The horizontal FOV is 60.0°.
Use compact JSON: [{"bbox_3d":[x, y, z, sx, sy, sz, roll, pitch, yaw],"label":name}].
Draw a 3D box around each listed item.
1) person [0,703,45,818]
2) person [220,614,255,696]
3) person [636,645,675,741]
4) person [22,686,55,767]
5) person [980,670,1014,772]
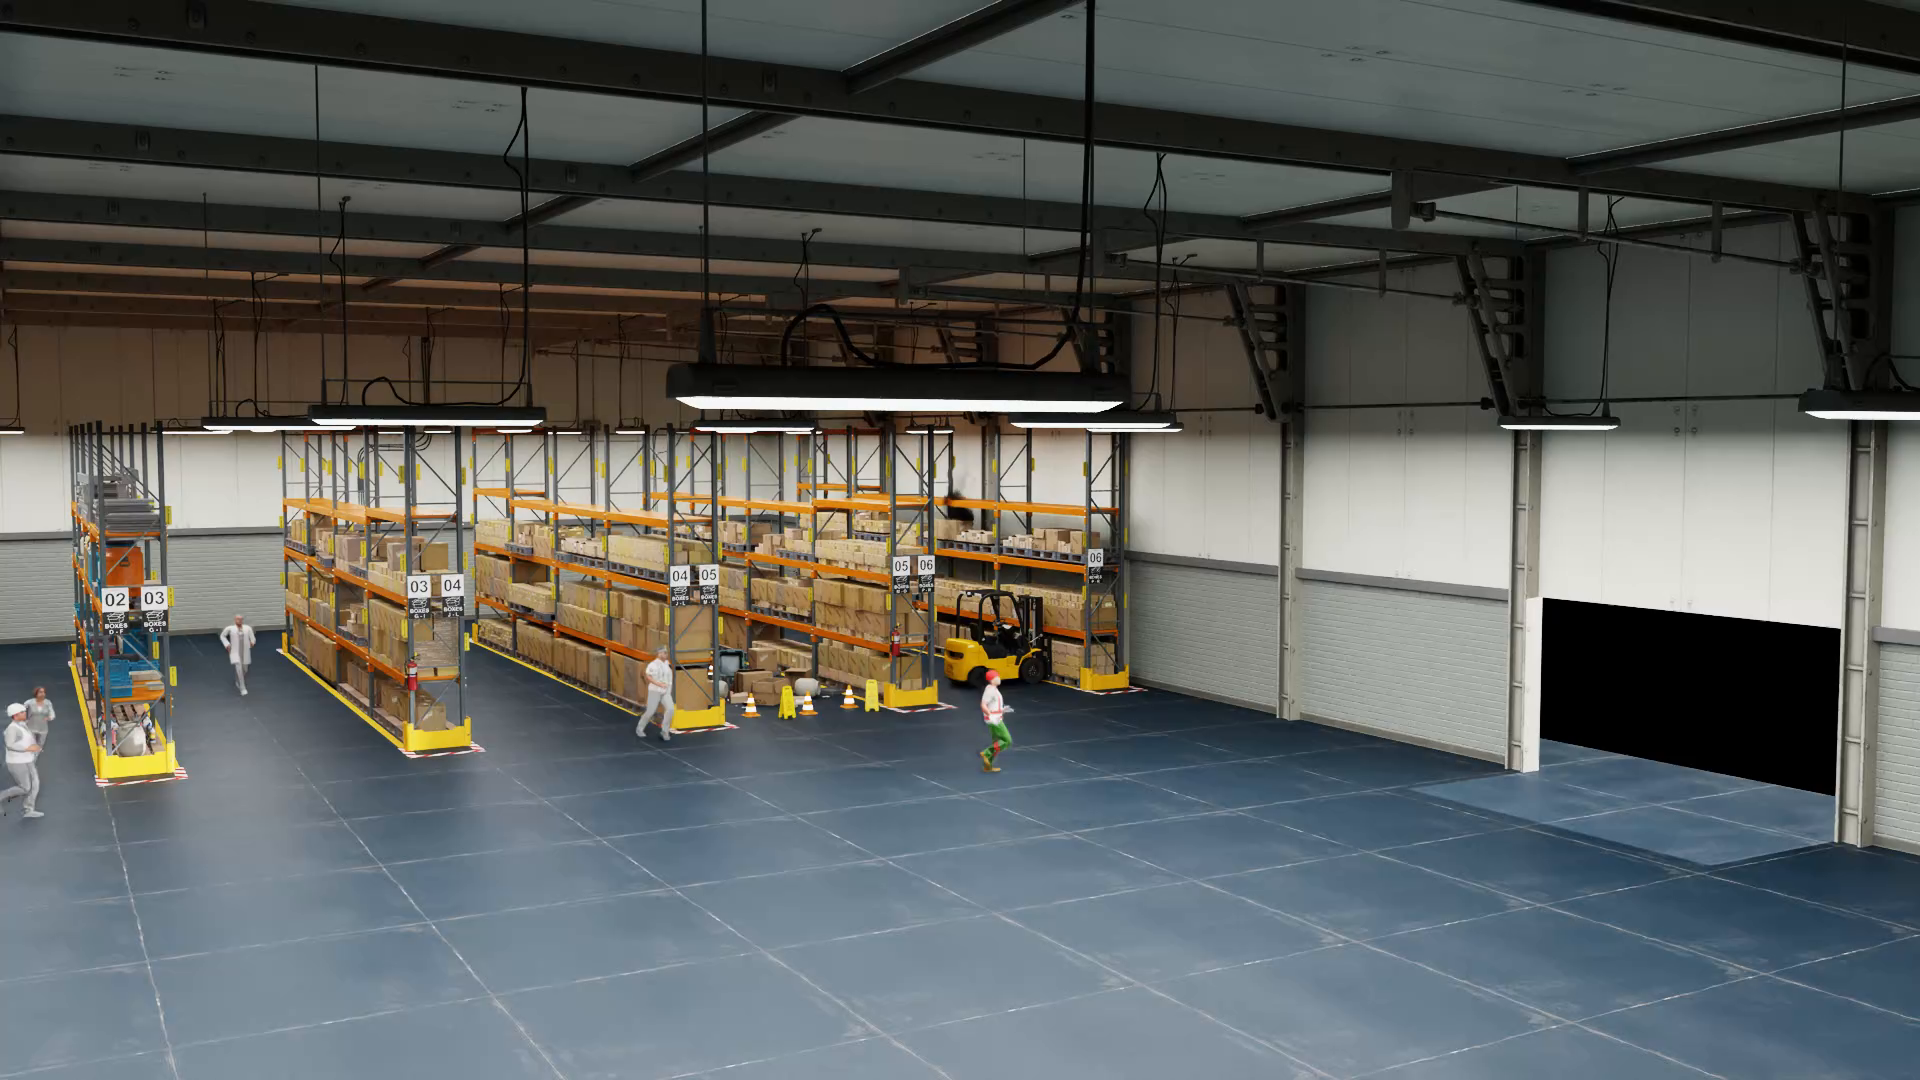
[{"bbox_3d":[-14.132,3.309,24.915,0.725,1.737,0.667,-1,4,-15],"label":"person"},{"bbox_3d":[-16.137,2.550,37.220,0.710,1.780,0.969,-3,4,-38],"label":"person"},{"bbox_3d":[-5.714,2.909,31.629,0.768,1.815,0.740,3,4,36],"label":"person"},{"bbox_3d":[-15.373,3.228,27.701,0.747,1.616,0.536,3,5,44],"label":"person"},{"bbox_3d":[0.631,3.090,28.407,0.581,1.740,0.652,0,4,1],"label":"person"}]
